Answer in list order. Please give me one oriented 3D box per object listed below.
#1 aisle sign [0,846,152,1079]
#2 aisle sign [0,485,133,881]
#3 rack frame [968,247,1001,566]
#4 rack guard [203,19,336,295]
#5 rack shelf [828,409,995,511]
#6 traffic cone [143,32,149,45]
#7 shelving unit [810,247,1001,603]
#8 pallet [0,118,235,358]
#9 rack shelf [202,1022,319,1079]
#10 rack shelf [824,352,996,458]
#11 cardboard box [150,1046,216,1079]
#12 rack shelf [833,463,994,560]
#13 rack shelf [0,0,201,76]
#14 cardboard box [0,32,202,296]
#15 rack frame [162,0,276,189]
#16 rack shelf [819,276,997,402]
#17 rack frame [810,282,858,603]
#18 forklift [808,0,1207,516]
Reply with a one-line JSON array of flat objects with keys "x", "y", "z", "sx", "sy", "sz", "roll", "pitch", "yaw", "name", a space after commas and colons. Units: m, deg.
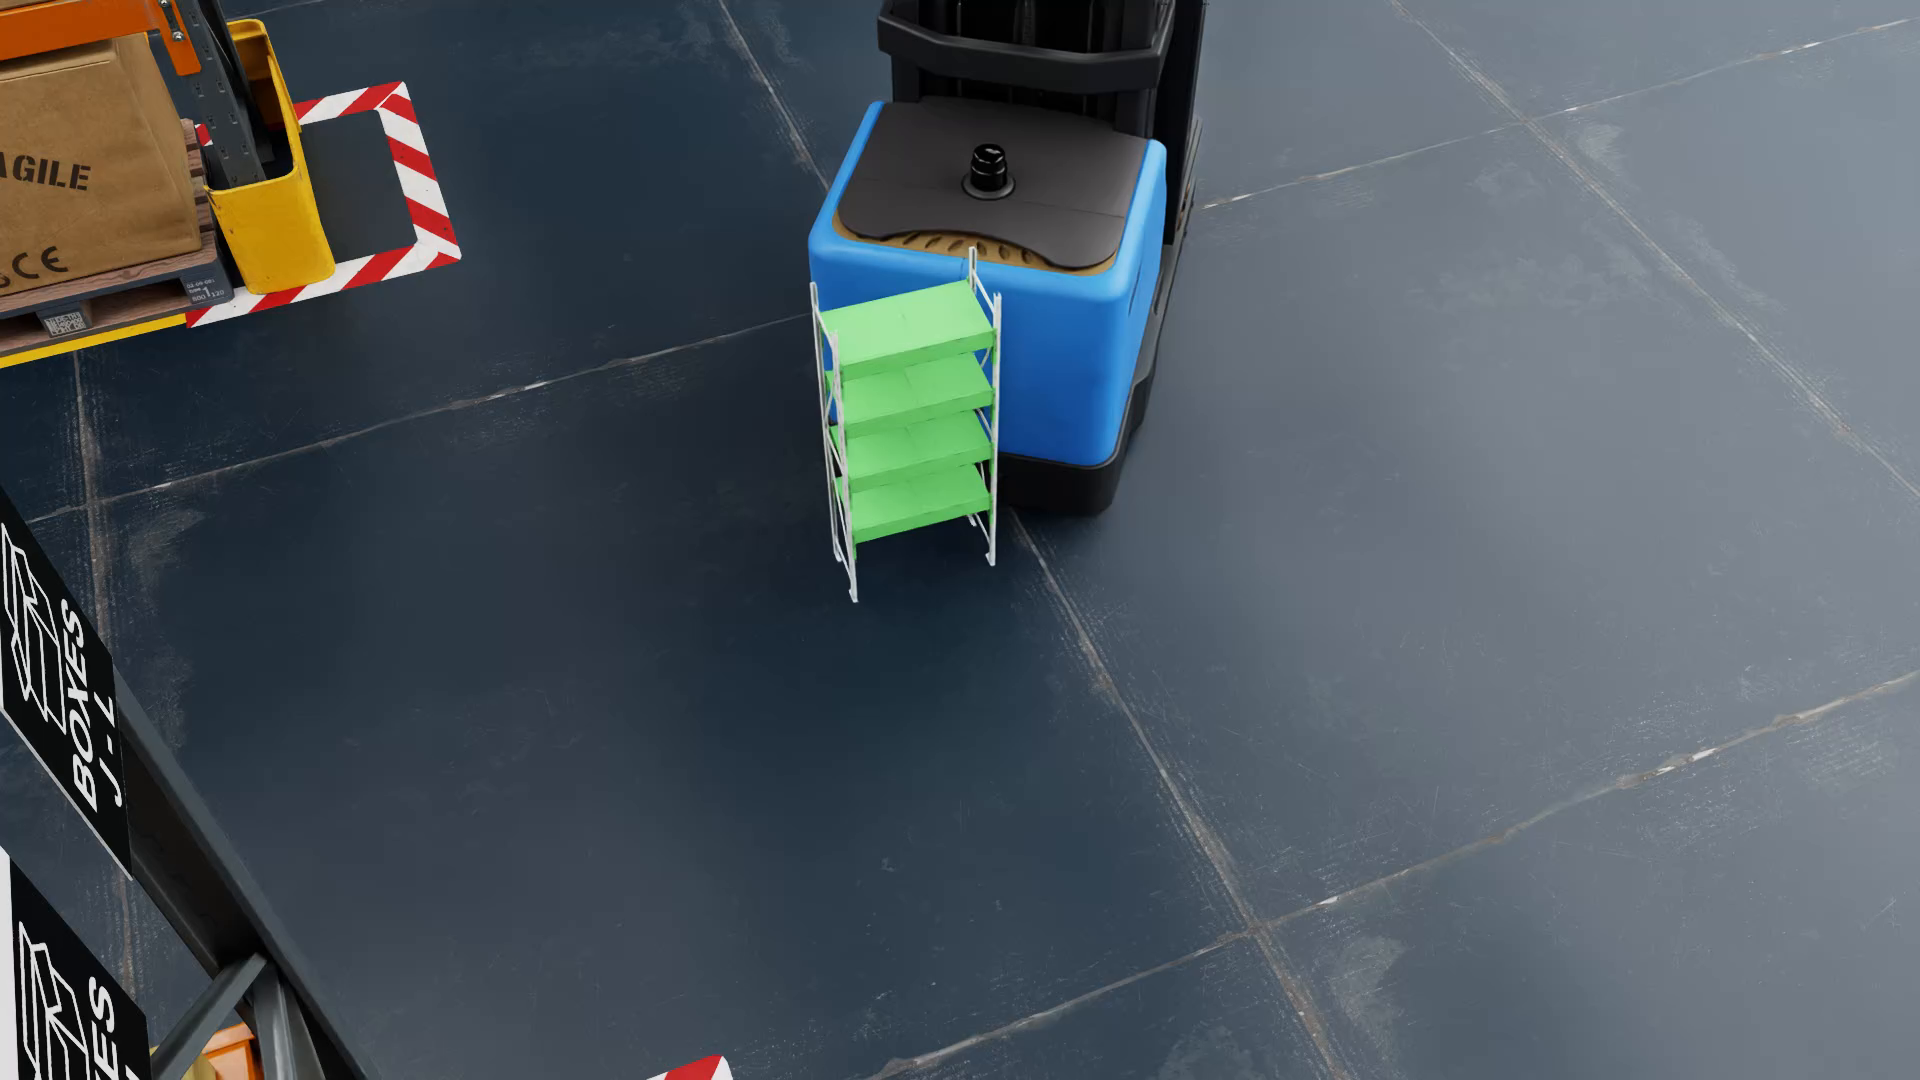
[{"x": -0.940, "y": 0.476, "z": 1.651, "sx": 0.004, "sy": 0.787, "sz": 0.394, "roll": -17, "pitch": 52, "yaw": -14, "name": "aisle sign"}, {"x": -1.166, "y": 0.054, "z": 2.013, "sx": 0.004, "sy": 0.787, "sz": 0.394, "roll": -17, "pitch": 52, "yaw": -14, "name": "aisle sign"}, {"x": 0.073, "y": -0.388, "z": 5.293, "sx": 0.015, "sy": 1.200, "sz": 0.240, "roll": -15, "pitch": 51, "yaw": -12, "name": "rack frame"}, {"x": -2.870, "y": -1.575, "z": 6.773, "sx": 0.348, "sy": 0.500, "sz": 1.175, "roll": -17, "pitch": 52, "yaw": -14, "name": "rack guard"}, {"x": -0.158, "y": -0.287, "z": 5.289, "sx": 0.480, "sy": 0.148, "sz": 0.258, "roll": -15, "pitch": 51, "yaw": -12, "name": "rack shelf"}, {"x": -3.921, "y": -2.401, "z": 7.507, "sx": 0.334, "sy": 0.463, "sz": 0.336, "roll": -17, "pitch": 52, "yaw": -14, "name": "traffic cone"}, {"x": -0.158, "y": -0.328, "z": 5.241, "sx": 0.503, "sy": 1.200, "sz": 0.258, "roll": -15, "pitch": 51, "yaw": -12, "name": "shelving unit"}, {"x": -3.603, "y": -1.190, "z": 6.633, "sx": 1.213, "sy": 0.211, "sz": 1.003, "roll": -17, "pitch": 52, "yaw": -14, "name": "pallet"}, {"x": -2.962, "y": 1.938, "z": 2.583, "sx": 4.000, "sy": 0.370, "sz": 1.077, "roll": -17, "pitch": 52, "yaw": -14, "name": "rack shelf"}, {"x": -0.158, "y": -0.443, "z": 5.107, "sx": 0.480, "sy": 0.148, "sz": 0.258, "roll": -15, "pitch": 51, "yaw": -12, "name": "rack shelf"}, {"x": -1.464, "y": 1.126, "z": 2.972, "sx": 0.250, "sy": 0.149, "sz": 0.380, "roll": -17, "pitch": 52, "yaw": -14, "name": "cardboard box"}, {"x": -0.158, "y": -0.130, "z": 5.471, "sx": 0.480, "sy": 0.148, "sz": 0.258, "roll": -15, "pitch": 51, "yaw": -12, "name": "rack shelf"}, {"x": -4.744, "y": -1.575, "z": 5.599, "sx": 4.000, "sy": 0.370, "sz": 1.077, "roll": -17, "pitch": 52, "yaw": -14, "name": "rack shelf"}, {"x": -3.495, "y": -1.587, "z": 6.259, "sx": 0.875, "sy": 0.875, "sz": 0.875, "roll": -17, "pitch": 51, "yaw": -14, "name": "cardboard box"}, {"x": -2.892, "y": -2.383, "z": 5.819, "sx": 0.127, "sy": 3.000, "sz": 1.000, "roll": -17, "pitch": 52, "yaw": -14, "name": "rack frame"}, {"x": -0.158, "y": -0.599, "z": 4.925, "sx": 0.480, "sy": 0.148, "sz": 0.258, "roll": -15, "pitch": 51, "yaw": -12, "name": "rack shelf"}, {"x": -0.388, "y": -0.268, "z": 5.189, "sx": 0.015, "sy": 1.200, "sz": 0.240, "roll": -15, "pitch": 51, "yaw": -12, "name": "rack frame"}, {"x": 0.351, "y": -2.182, "z": 5.692, "sx": 1.130, "sy": 2.935, "sz": 3.031, "roll": 10, "pitch": 50, "yaw": 9, "name": "forklift"}]
